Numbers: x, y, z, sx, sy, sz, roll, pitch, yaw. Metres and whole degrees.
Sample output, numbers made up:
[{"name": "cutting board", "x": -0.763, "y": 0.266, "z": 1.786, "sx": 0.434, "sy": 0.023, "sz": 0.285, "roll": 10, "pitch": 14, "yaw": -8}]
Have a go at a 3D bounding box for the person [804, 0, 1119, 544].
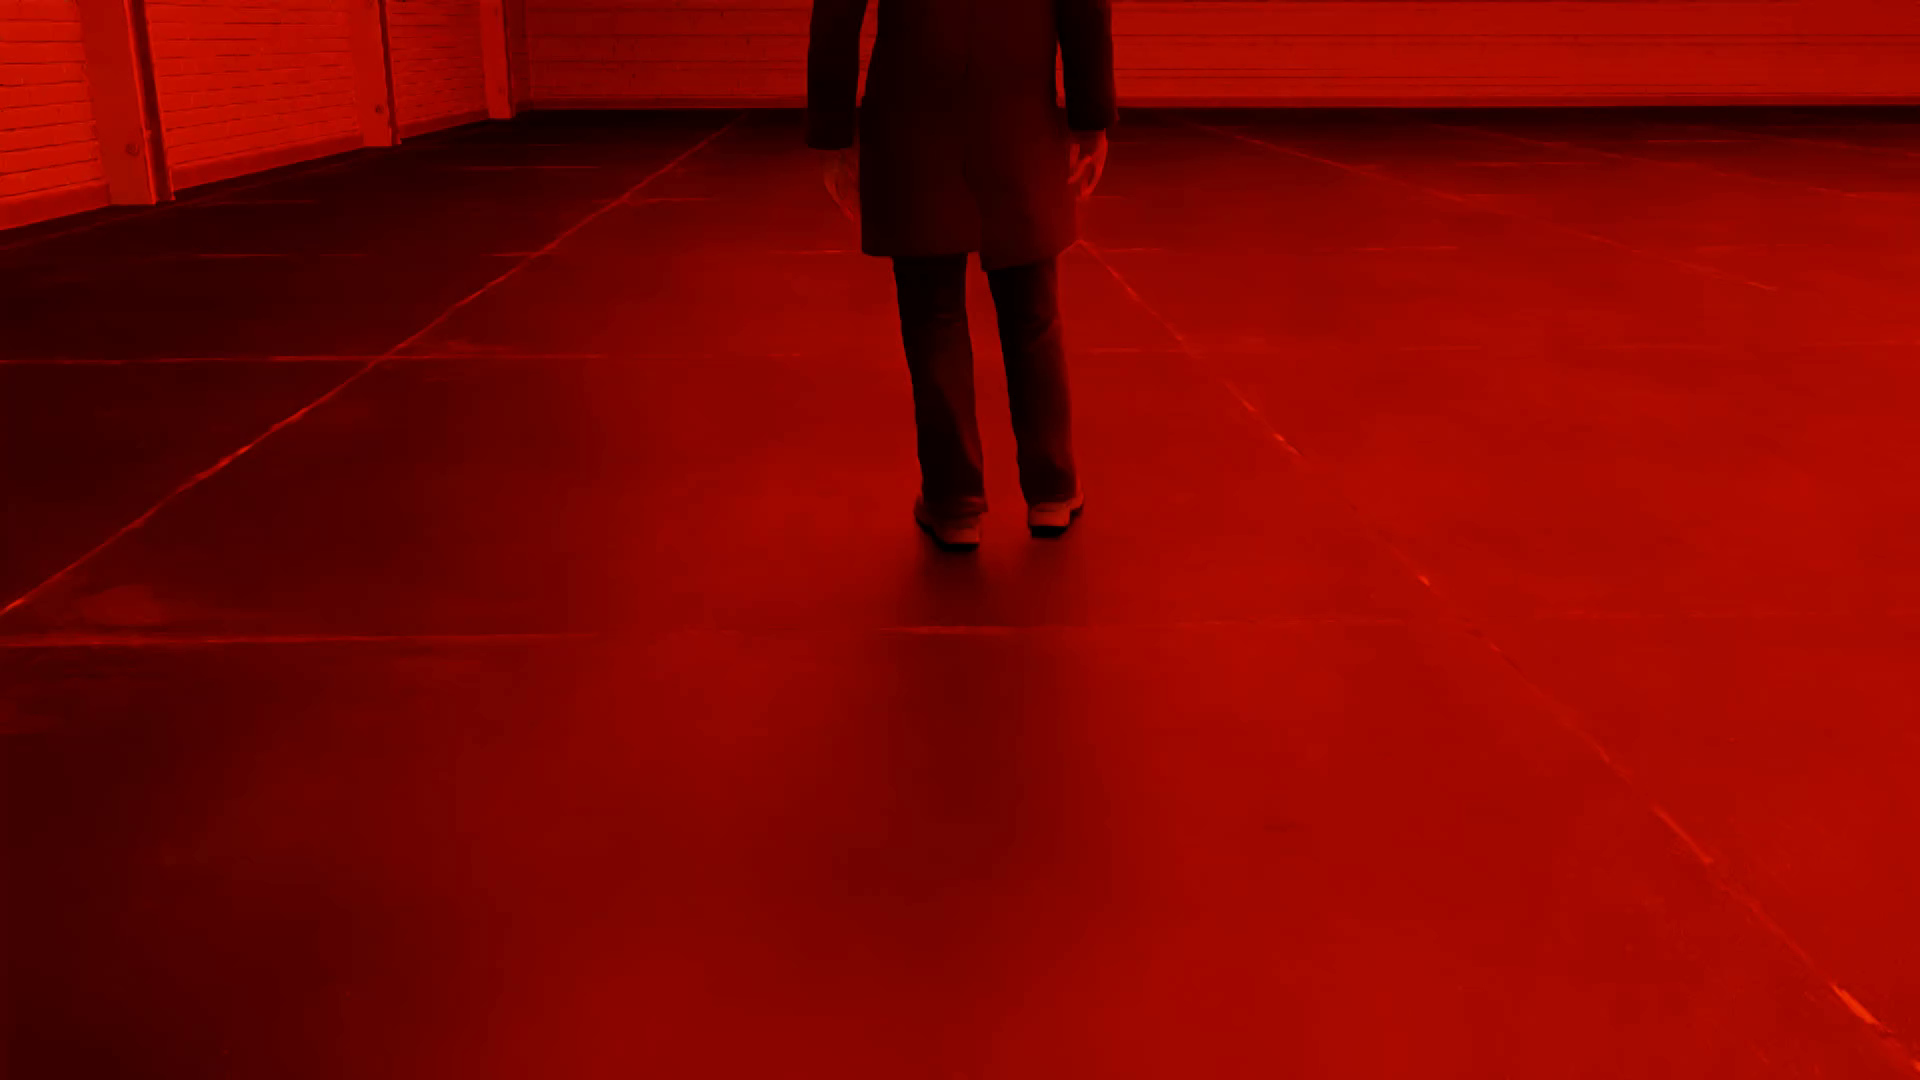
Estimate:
[{"name": "person", "x": 0.000, "y": -0.884, "z": 3.743, "sx": 0.694, "sy": 1.776, "sz": 0.580, "roll": -1, "pitch": 17, "yaw": -3}]
